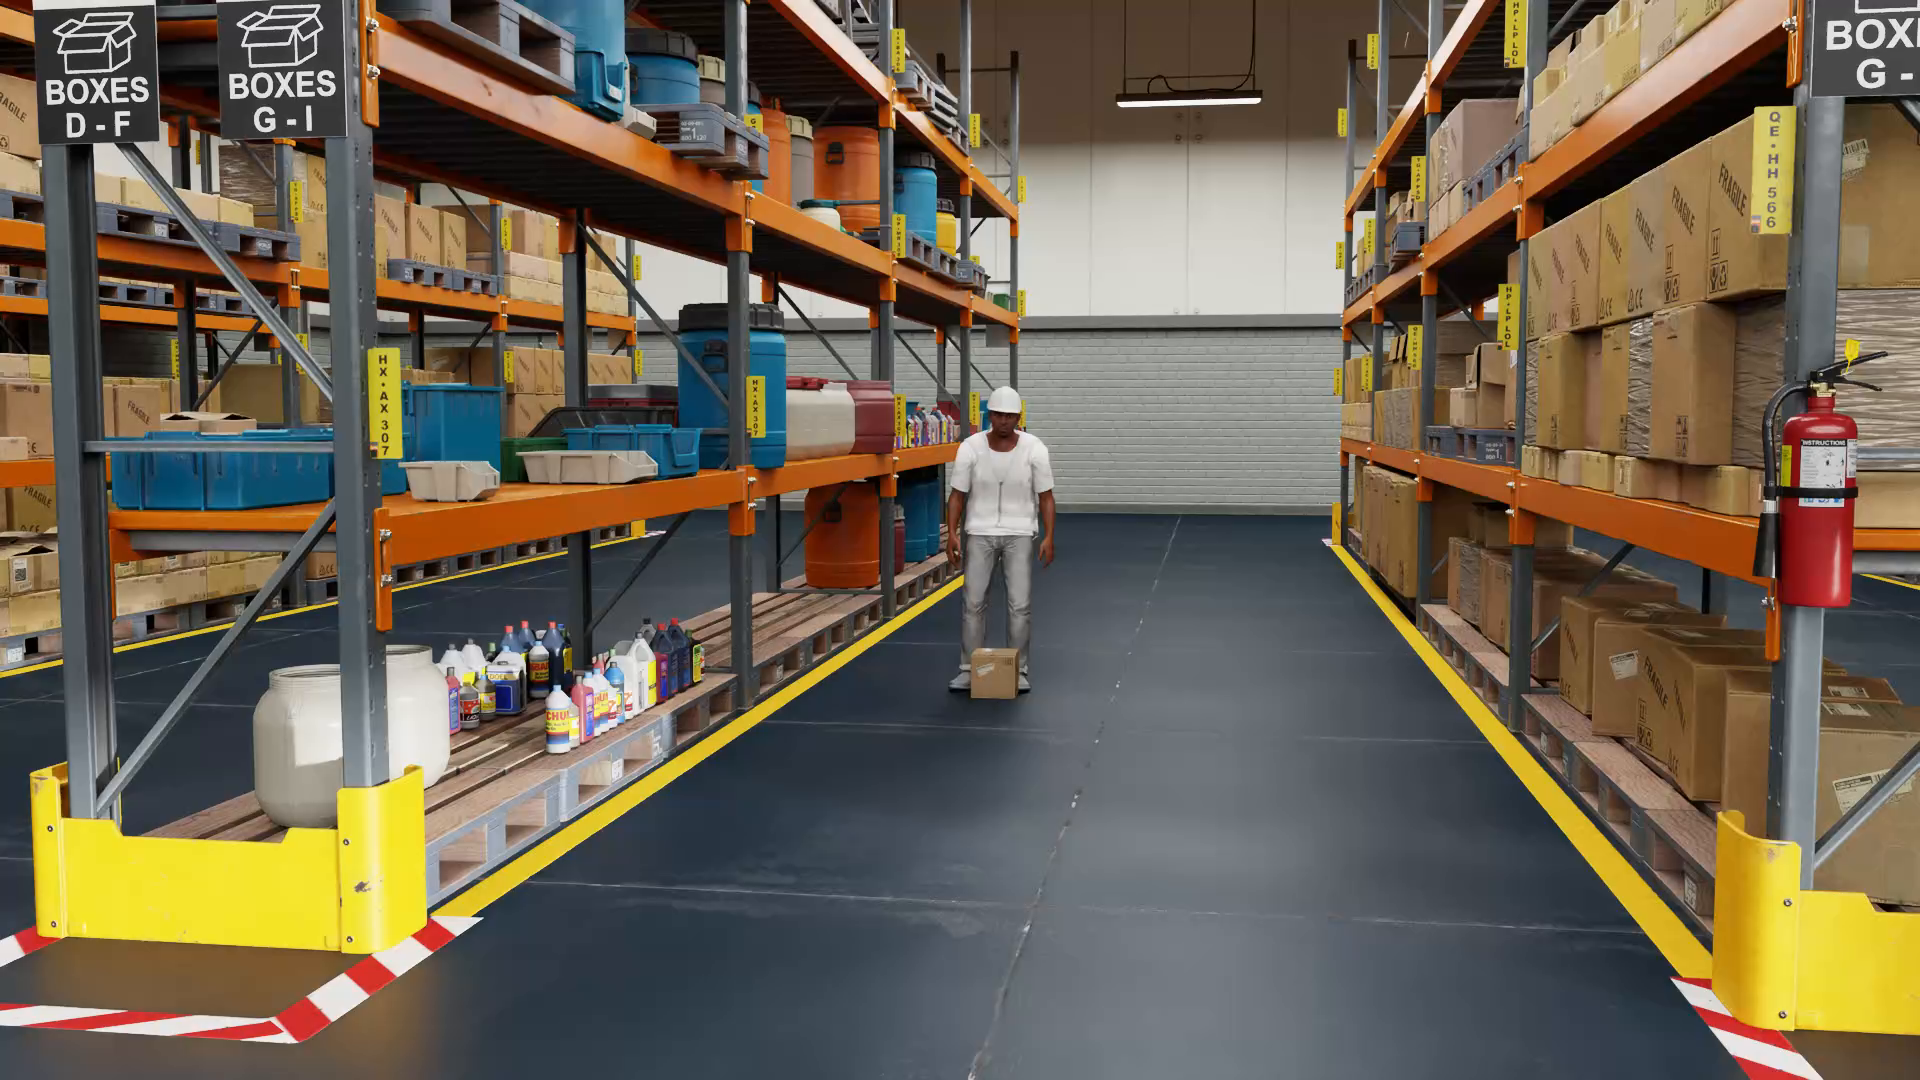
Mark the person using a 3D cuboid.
[{"bbox_3d":[0.235,-0.008,9.644,0.633,1.759,0.461,0,4,5],"label":"person"}]
